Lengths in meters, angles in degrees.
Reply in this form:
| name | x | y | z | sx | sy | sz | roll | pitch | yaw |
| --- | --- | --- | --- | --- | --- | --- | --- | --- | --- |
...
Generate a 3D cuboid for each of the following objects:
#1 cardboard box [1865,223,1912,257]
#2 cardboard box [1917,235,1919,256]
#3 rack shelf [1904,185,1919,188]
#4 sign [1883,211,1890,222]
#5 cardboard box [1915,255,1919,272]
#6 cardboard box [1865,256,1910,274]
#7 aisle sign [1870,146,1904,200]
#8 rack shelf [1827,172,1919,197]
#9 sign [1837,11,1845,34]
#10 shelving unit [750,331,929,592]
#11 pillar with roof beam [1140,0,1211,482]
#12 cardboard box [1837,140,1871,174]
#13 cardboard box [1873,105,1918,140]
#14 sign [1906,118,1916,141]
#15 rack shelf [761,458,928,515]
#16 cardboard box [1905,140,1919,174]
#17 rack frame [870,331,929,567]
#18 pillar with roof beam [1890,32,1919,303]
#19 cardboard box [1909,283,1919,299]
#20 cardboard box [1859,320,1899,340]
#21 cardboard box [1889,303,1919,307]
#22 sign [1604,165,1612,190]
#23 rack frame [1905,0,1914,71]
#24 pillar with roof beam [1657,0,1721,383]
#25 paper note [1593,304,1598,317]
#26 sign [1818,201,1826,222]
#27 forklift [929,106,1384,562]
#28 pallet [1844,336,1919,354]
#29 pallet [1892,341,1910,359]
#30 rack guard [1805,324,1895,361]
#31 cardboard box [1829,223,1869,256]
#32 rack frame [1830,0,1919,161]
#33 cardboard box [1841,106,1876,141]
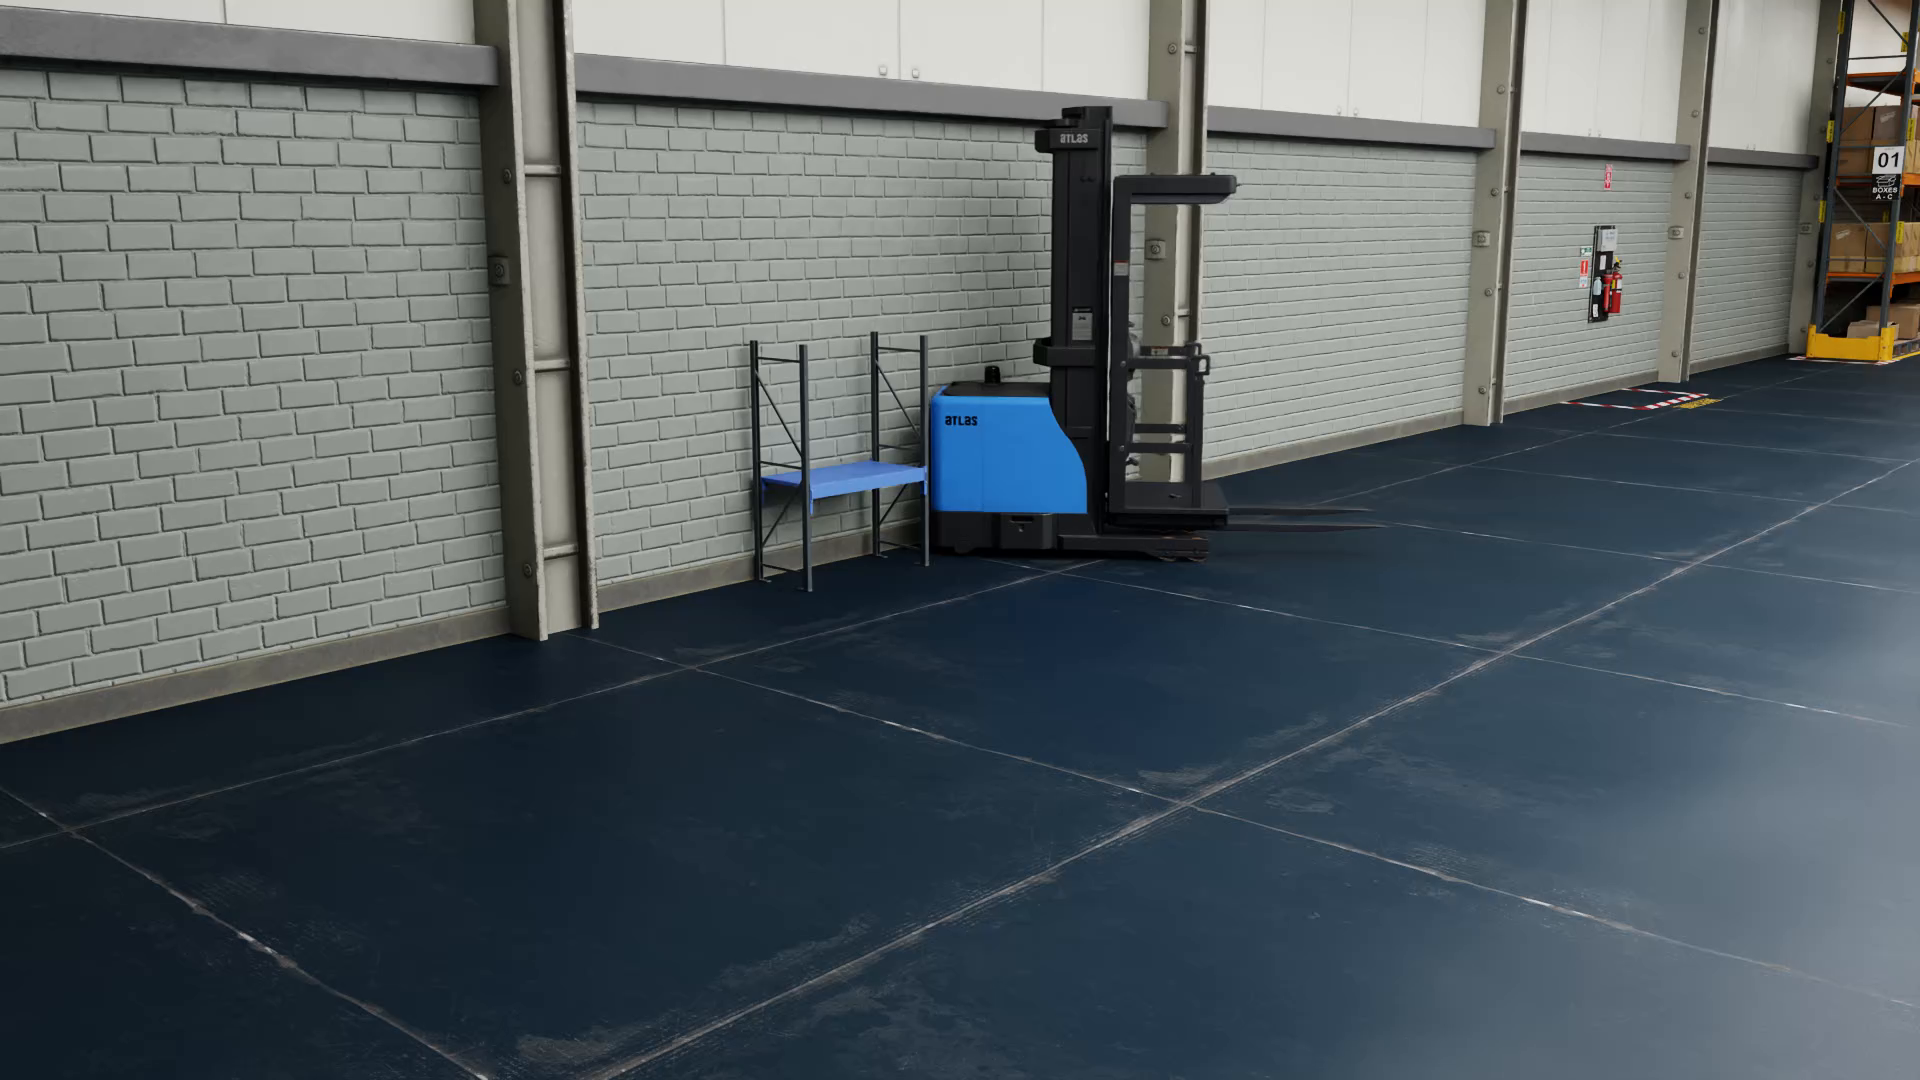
| name | x | y | z | sx | sy | sz | roll | pitch | yaw |
| --- | --- | --- | --- | --- | --- | --- | --- | --- | --- |
| cardboard box | 14.316 | -4.626 | 25.632 | 0.500 | 0.500 | 0.500 | 10 | 15 | 40 |
| cardboard box | 14.996 | -4.773 | 26.366 | 0.500 | 0.500 | 0.500 | 9 | 14 | 39 |
| rack shelf | 17.736 | -6.292 | 29.732 | 1.077 | 0.370 | 4.000 | 10 | 15 | 40 |
| sign | 15.997 | -5.518 | 28.725 | 0.100 | 0.325 | 0.005 | 10 | 15 | 40 |
| cardboard box | 15.009 | -4.410 | 26.466 | 0.500 | 0.250 | 0.500 | 9 | 15 | 39 |
| cardboard box | 14.336 | -4.258 | 25.702 | 0.500 | 0.250 | 0.500 | 9 | 15 | 39 |
| aisle sign | 13.953 | -5.516 | 25.034 | 0.394 | 0.787 | 0.004 | 10 | 15 | 40 |
| rack shelf | 15.096 | -5.703 | 26.786 | 1.077 | 0.370 | 4.000 | 10 | 15 | 40 |
| sign | 13.372 | -7.843 | 25.215 | 0.100 | 0.325 | 0.005 | 10 | 15 | 40 |
| shelving unit | -0.745 | -0.525 | 10.512 | 0.538 | 1.500 | 1.048 | 10 | 15 | 42 |
| pillar with roof beam | 4.940 | -4.243 | 9.978 | 9.100 | 9.000 | 0.400 | 10 | 15 | 40 |
| cardboard box | 13.861 | -5.915 | 25.701 | 0.500 | 0.500 | 0.500 | -11 | 16 | -43 |
| cardboard box | 14.212 | -6.336 | 25.259 | 0.500 | 0.500 | 0.500 | 8 | 14 | 36 |
| sign | 14.183 | -6.120 | 24.805 | 0.100 | 0.325 | 0.005 | 10 | 15 | 40 |
| rack shelf | -0.745 | -0.349 | 10.547 | 0.538 | 0.185 | 1.000 | 10 | 15 | 42 |
| cardboard box | 14.565 | -5.912 | 25.687 | 0.500 | 0.500 | 0.500 | -11 | 16 | -44 |
| rack frame | -0.395 | -0.598 | 10.874 | 0.500 | 1.500 | 0.032 | 10 | 15 | 42 |
| pillar with roof beam | 20.782 | -7.774 | 27.657 | 9.100 | 9.000 | 0.400 | 10 | 15 | 40 |
| cardboard box | 17.177 | -4.413 | 29.490 | 0.500 | 0.250 | 0.500 | 9 | 15 | 39 |
| cardboard box | 14.676 | -3.362 | 26.627 | 0.500 | 0.311 | 0.500 | -11 | 15 | -43 |
| cardboard box | 15.761 | -3.711 | 27.894 | 0.500 | 0.500 | 0.500 | 8 | 14 | 36 |
| sign | 7.887 | -4.413 | 20.227 | 0.001 | 0.298 | 0.199 | 10 | 15 | 40 |
| rack frame | 16.416 | -7.821 | 27.895 | 1.000 | 3.000 | 0.127 | 10 | 15 | 40 |
| pillar with roof beam | 12.861 | -6.008 | 18.817 | 9.100 | 9.000 | 0.400 | 10 | 15 | 40 |
| paper note | 7.798 | -2.815 | 20.396 | 0.016 | 0.148 | 0.142 | 10 | 15 | 40 |
| sign | 13.372 | -5.088 | 25.765 | 0.100 | 0.325 | 0.005 | 10 | 15 | 40 |
| forklift | 1.333 | -1.400 | 11.235 | 3.031 | 2.935 | 1.130 | 1 | 11 | 5 |
| pallet | 15.194 | -3.228 | 27.335 | 1.003 | 0.211 | 1.213 | 10 | 15 | 40 |
| pallet | 14.388 | -3.050 | 26.440 | 1.003 | 0.211 | 1.213 | 10 | 15 | 40 |
| rack guard | 13.826 | -3.076 | 25.837 | 1.175 | 0.500 | 0.348 | 10 | 15 | 40 |
| cardboard box | 13.927 | -4.692 | 25.960 | 0.500 | 0.500 | 0.500 | 10 | 15 | 40 |
| rack frame | 13.775 | -7.233 | 24.948 | 1.000 | 3.000 | 0.127 | 10 | 15 | 40 |
| cardboard box | 13.864 | -6.408 | 25.619 | 0.500 | 0.500 | 0.500 | 11 | 15 | 43 |
